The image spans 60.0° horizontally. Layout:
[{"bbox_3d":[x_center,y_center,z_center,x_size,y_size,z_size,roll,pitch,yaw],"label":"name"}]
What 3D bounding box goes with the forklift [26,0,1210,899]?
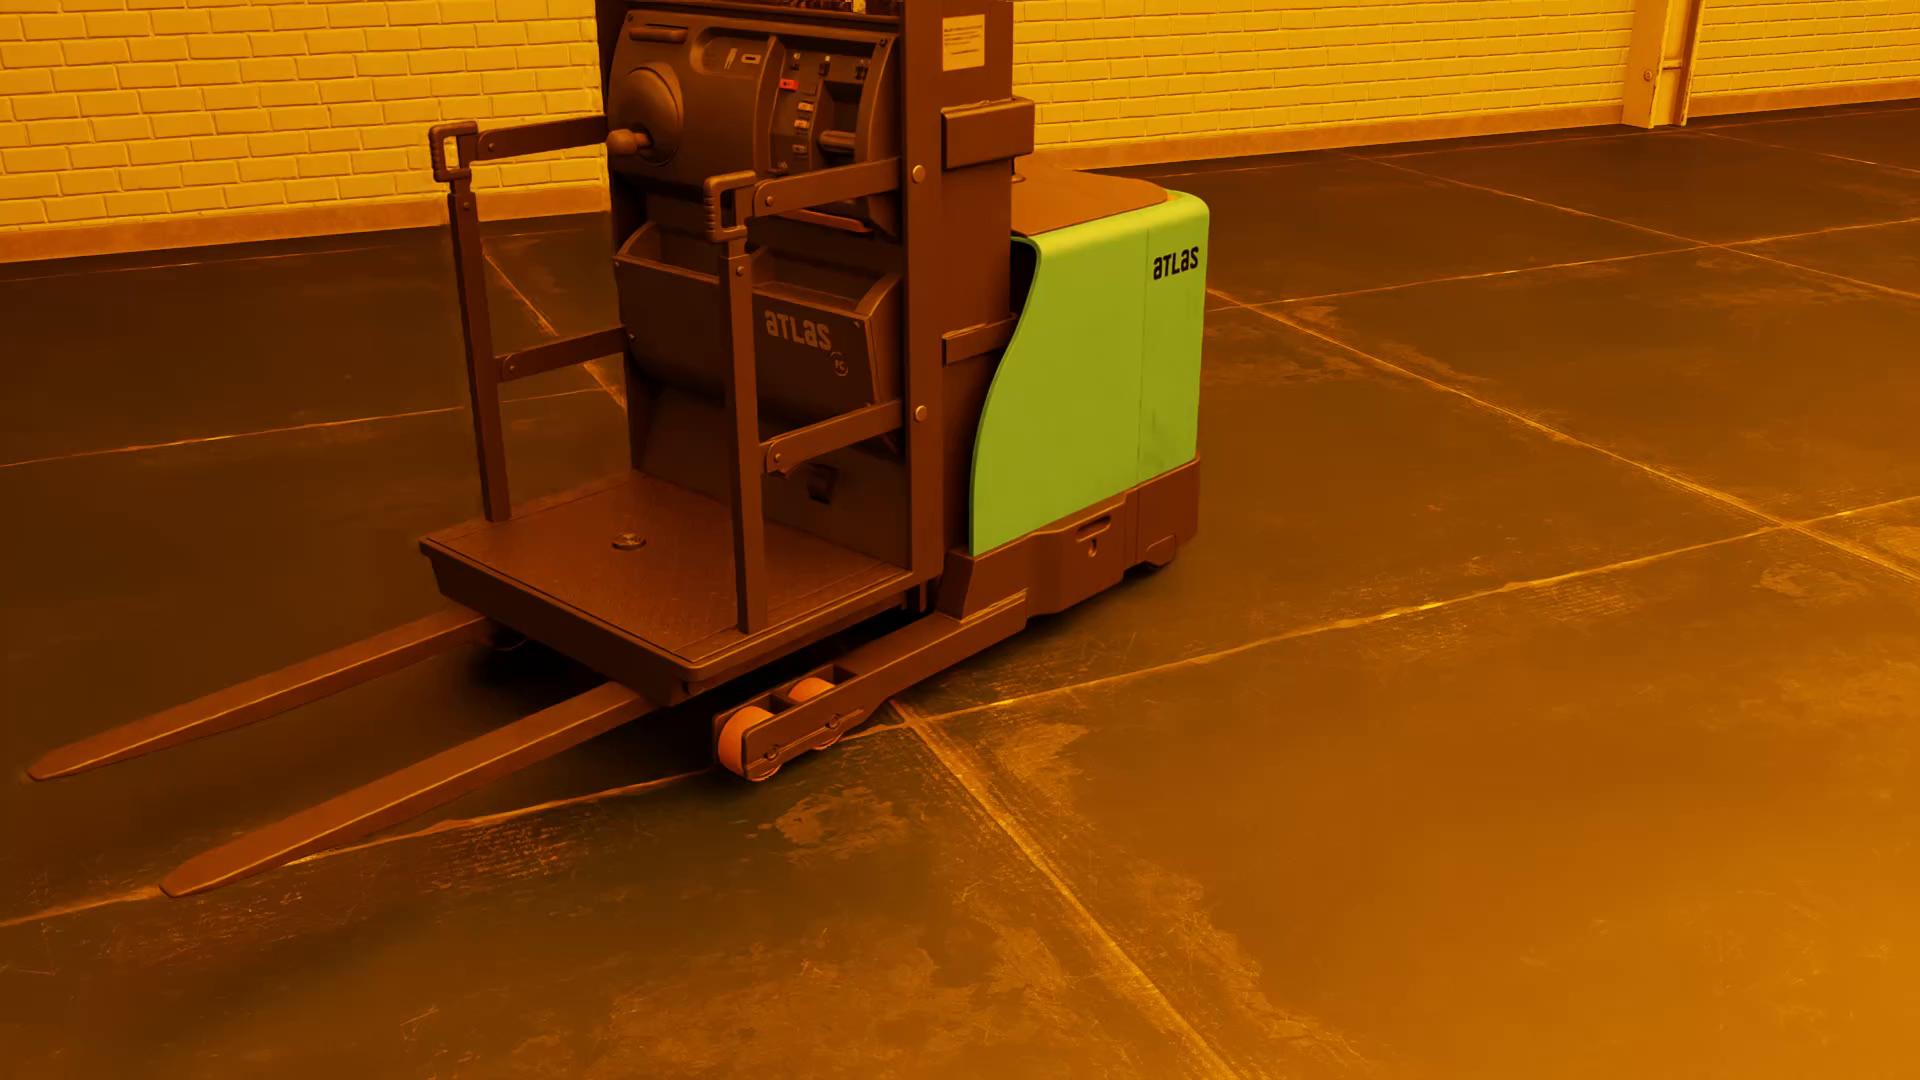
[{"bbox_3d":[-0.649,-1.024,3.752,1.130,2.935,3.031,19,29,38],"label":"forklift"}]
